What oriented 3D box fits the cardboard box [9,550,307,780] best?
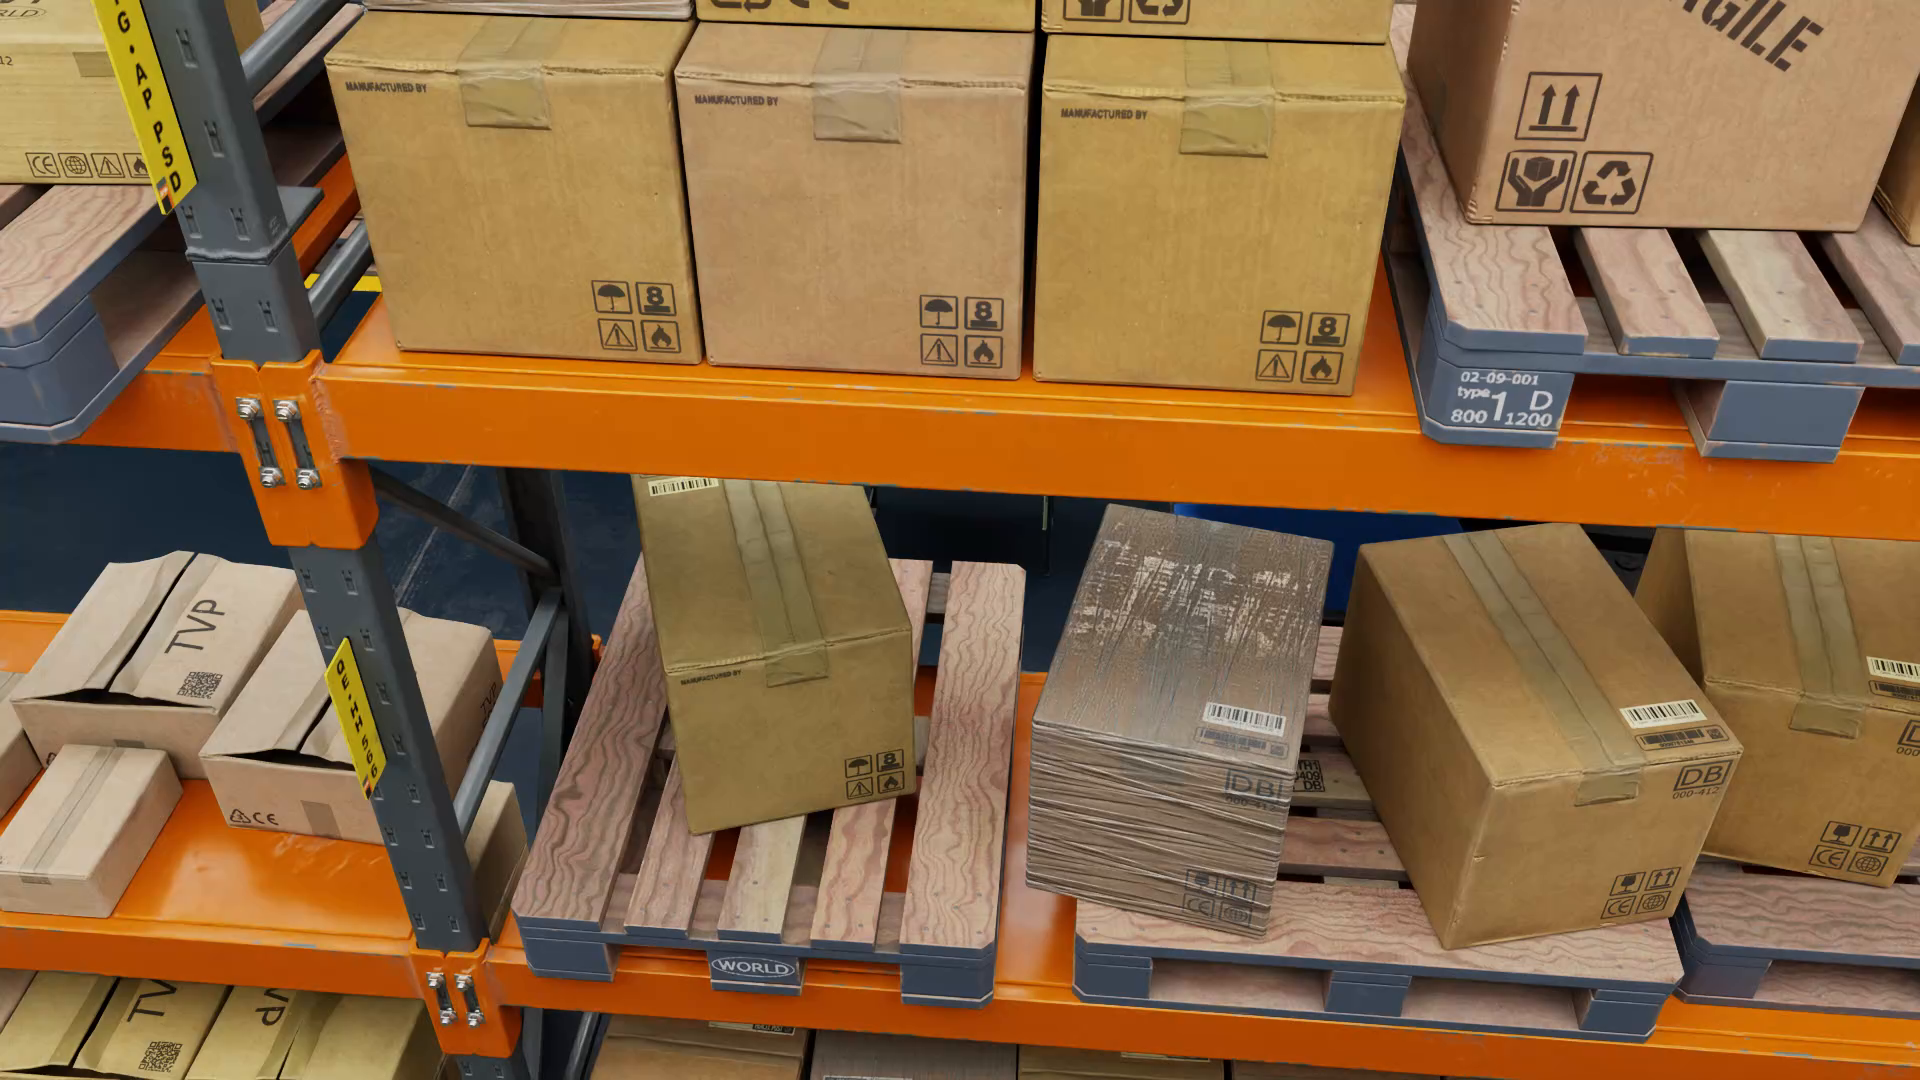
[{"bbox_3d":[-1.936,0.295,4.081,0.500,0.311,0.500,3,39,3],"label":"cardboard box"}]

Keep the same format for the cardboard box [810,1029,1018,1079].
[{"bbox_3d":[-0.111,1.460,4.212,0.500,0.500,0.500,2,39,2],"label":"cardboard box"}]

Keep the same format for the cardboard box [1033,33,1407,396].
[{"bbox_3d":[0.402,-0.712,2.793,0.500,0.500,0.910,3,39,4],"label":"cardboard box"}]

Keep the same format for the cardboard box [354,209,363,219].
[{"bbox_3d":[-2.864,-2.024,8.492,0.500,0.500,0.700,4,39,4],"label":"cardboard box"}]

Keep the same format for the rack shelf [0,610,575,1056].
[{"bbox_3d":[-3.054,0.601,4.205,4.000,0.370,1.077,3,39,4],"label":"rack shelf"}]

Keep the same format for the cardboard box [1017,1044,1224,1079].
[{"bbox_3d":[0.389,1.490,4.175,0.500,0.500,0.500,3,39,3],"label":"cardboard box"}]

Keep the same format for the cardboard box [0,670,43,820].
[{"bbox_3d":[-2.337,0.495,3.965,0.250,0.149,0.380,6,40,7],"label":"cardboard box"}]

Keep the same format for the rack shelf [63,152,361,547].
[{"bbox_3d":[-3.054,-0.562,3.258,4.000,0.370,1.077,3,39,4],"label":"rack shelf"}]

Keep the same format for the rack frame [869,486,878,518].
[{"bbox_3d":[-0.371,-0.602,6.301,0.023,1.500,0.400,3,39,4],"label":"rack frame"}]

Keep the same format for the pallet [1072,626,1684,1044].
[{"bbox_3d":[0.876,0.609,3.778,1.213,0.211,1.003,3,39,4],"label":"pallet"}]

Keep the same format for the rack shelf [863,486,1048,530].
[{"bbox_3d":[-0.007,-0.329,6.483,0.720,0.370,0.431,3,39,4],"label":"rack shelf"}]

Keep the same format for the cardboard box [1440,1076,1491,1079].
[{"bbox_3d":[1.416,1.542,4.111,0.500,0.500,0.500,4,39,4],"label":"cardboard box"}]

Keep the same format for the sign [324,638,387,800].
[{"bbox_3d":[-1.106,0.332,3.049,0.005,0.325,0.100,3,39,4],"label":"sign"}]

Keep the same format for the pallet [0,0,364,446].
[{"bbox_3d":[-1.745,-0.639,2.933,1.003,0.211,1.213,5,39,6],"label":"pallet"}]

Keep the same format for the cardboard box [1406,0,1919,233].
[{"bbox_3d":[1.099,-0.899,2.611,0.600,0.600,0.600,2,39,2],"label":"cardboard box"}]

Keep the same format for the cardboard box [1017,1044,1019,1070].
[{"bbox_3d":[0.406,1.162,4.578,0.500,0.500,0.500,2,39,2],"label":"cardboard box"}]

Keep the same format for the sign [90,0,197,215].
[{"bbox_3d":[-1.118,-0.615,2.280,0.005,0.325,0.100,3,39,4],"label":"sign"}]

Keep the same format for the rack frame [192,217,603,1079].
[{"bbox_3d":[-1.061,0.431,3.844,0.127,3.000,1.000,3,39,4],"label":"rack frame"}]

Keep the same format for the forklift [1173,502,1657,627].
[{"bbox_3d":[2.315,-0.853,5.476,3.031,2.935,1.130,7,40,8],"label":"forklift"}]

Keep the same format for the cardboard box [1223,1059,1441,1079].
[{"bbox_3d":[0.909,1.515,4.144,0.500,0.500,0.500,2,39,2],"label":"cardboard box"}]

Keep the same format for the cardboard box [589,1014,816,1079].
[{"bbox_3d":[-0.633,1.435,4.243,0.500,0.500,0.500,5,39,6],"label":"cardboard box"}]

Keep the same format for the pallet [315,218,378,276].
[{"bbox_3d":[-2.628,-1.714,8.689,1.213,0.211,1.003,3,39,4],"label":"pallet"}]

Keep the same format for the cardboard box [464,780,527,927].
[{"bbox_3d":[-1.558,0.904,4.664,0.500,0.311,0.500,4,39,5],"label":"cardboard box"}]

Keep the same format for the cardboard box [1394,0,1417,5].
[{"bbox_3d":[1.857,-2.549,7.175,0.500,0.500,0.500,3,39,4],"label":"cardboard box"}]

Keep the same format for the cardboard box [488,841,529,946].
[{"bbox_3d":[-1.558,1.122,4.841,0.500,0.250,0.500,3,39,4],"label":"cardboard box"}]

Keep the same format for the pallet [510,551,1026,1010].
[{"bbox_3d":[-0.380,0.499,3.913,1.003,0.211,1.213,3,39,4],"label":"pallet"}]

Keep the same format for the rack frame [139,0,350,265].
[{"bbox_3d":[-1.061,-1.895,1.950,0.127,3.000,1.000,3,39,4],"label":"rack frame"}]

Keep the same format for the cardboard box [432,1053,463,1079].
[{"bbox_3d":[-1.607,1.460,4.426,0.500,0.250,0.500,4,39,5],"label":"cardboard box"}]

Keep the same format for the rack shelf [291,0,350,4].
[{"bbox_3d":[-2.630,-2.514,8.033,4.000,0.370,1.077,3,39,4],"label":"rack shelf"}]

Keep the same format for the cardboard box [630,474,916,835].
[{"bbox_3d":[-0.424,0.193,3.725,0.500,0.500,0.700,-9,40,-11],"label":"cardboard box"}]

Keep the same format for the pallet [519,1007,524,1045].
[{"bbox_3d":[-1.878,1.444,4.809,1.213,0.211,1.003,3,39,4],"label":"pallet"}]

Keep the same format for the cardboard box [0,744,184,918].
[{"bbox_3d":[-1.981,0.654,3.770,0.250,0.149,0.380,3,39,4],"label":"cardboard box"}]

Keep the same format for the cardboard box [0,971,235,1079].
[{"bbox_3d":[-2.123,1.220,4.277,0.500,0.311,0.500,3,39,3],"label":"cardboard box"}]

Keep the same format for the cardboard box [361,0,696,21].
[{"bbox_3d":[-0.627,-1.131,2.516,0.500,0.500,0.500,3,39,4],"label":"cardboard box"}]

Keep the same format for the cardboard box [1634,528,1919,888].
[{"bbox_3d":[1.780,0.284,3.614,0.500,0.500,0.700,9,40,11],"label":"cardboard box"}]

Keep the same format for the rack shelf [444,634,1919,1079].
[{"bbox_3d":[0.931,0.819,3.937,4.000,0.370,1.077,3,39,4],"label":"rack shelf"}]

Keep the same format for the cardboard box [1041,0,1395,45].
[{"bbox_3d":[0.389,-1.075,2.447,0.500,0.500,0.500,3,39,4],"label":"cardboard box"}]

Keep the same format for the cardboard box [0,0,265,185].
[{"bbox_3d":[-1.518,-0.826,2.799,0.500,0.250,0.500,0,39,1],"label":"cardboard box"}]

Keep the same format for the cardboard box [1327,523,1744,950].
[{"bbox_3d":[1.158,0.390,3.483,0.500,0.500,0.700,-6,40,-8],"label":"cardboard box"}]

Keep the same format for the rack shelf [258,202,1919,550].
[{"bbox_3d":[0.931,-0.344,2.990,4.000,0.370,1.077,3,39,4],"label":"rack shelf"}]

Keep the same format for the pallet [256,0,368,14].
[{"bbox_3d":[-2.614,-2.692,7.833,1.213,0.211,1.003,3,39,4],"label":"pallet"}]

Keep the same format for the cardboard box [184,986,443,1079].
[{"bbox_3d":[-1.605,1.244,4.247,0.500,0.311,0.500,4,39,5],"label":"cardboard box"}]

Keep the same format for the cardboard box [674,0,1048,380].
[{"bbox_3d":[-0.116,-0.740,2.828,0.500,0.500,0.910,3,39,4],"label":"cardboard box"}]

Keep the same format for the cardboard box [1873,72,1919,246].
[{"bbox_3d":[1.760,-0.850,2.551,0.600,0.600,0.600,3,39,3],"label":"cardboard box"}]

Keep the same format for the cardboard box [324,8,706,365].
[{"bbox_3d":[-0.624,-0.768,2.862,0.500,0.500,0.910,3,39,4],"label":"cardboard box"}]

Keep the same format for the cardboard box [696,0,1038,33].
[{"bbox_3d":[-0.119,-1.103,2.482,0.500,0.500,0.500,3,39,4],"label":"cardboard box"}]

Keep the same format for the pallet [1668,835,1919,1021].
[{"bbox_3d":[2.137,0.612,3.775,1.213,0.211,1.003,3,39,4],"label":"pallet"}]

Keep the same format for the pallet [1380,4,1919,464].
[{"bbox_3d":[1.246,-0.575,2.853,1.003,0.211,1.213,3,39,4],"label":"pallet"}]

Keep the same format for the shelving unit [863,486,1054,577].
[{"bbox_3d":[-0.007,-0.582,6.277,0.755,1.500,0.431,3,39,4],"label":"shelving unit"}]

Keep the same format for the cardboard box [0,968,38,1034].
[{"bbox_3d":[-2.626,1.190,4.313,0.500,0.311,0.500,3,39,4],"label":"cardboard box"}]

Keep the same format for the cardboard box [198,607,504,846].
[{"bbox_3d":[-1.420,0.419,3.930,0.500,0.311,0.500,5,39,7],"label":"cardboard box"}]

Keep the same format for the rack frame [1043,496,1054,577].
[{"bbox_3d":[0.358,-0.562,6.252,0.023,1.500,0.400,3,39,4],"label":"rack frame"}]

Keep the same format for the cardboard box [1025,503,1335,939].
[{"bbox_3d":[0.470,0.363,3.516,0.500,0.500,0.700,10,40,12],"label":"cardboard box"}]
